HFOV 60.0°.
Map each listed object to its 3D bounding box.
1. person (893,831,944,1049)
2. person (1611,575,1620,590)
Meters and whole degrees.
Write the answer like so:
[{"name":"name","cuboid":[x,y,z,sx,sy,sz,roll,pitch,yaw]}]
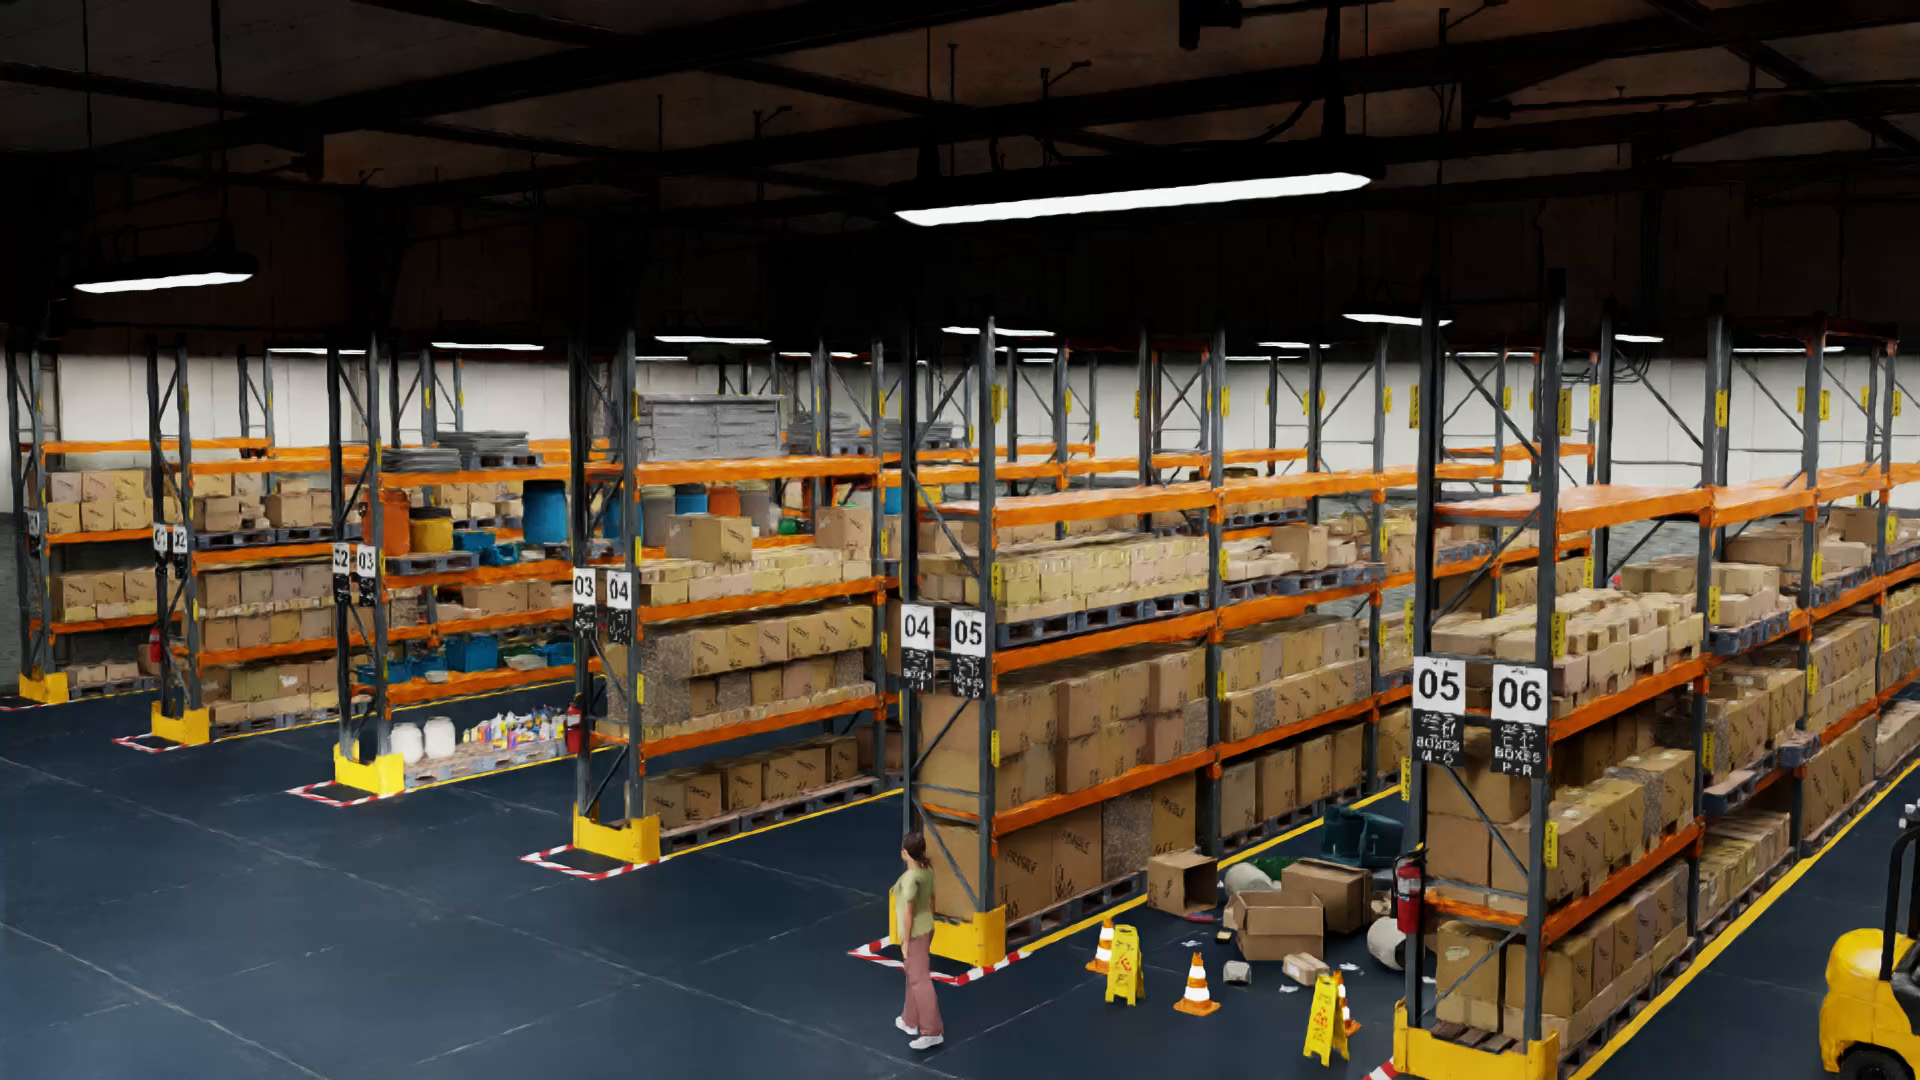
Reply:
[{"name":"person","cuboid":[-0.353,3.149,13.213,0.542,1.674,0.571,2,6,21]},{"name":"person","cuboid":[12.400,1.508,31.145,0.988,1.732,0.598,-3,6,-31]}]
